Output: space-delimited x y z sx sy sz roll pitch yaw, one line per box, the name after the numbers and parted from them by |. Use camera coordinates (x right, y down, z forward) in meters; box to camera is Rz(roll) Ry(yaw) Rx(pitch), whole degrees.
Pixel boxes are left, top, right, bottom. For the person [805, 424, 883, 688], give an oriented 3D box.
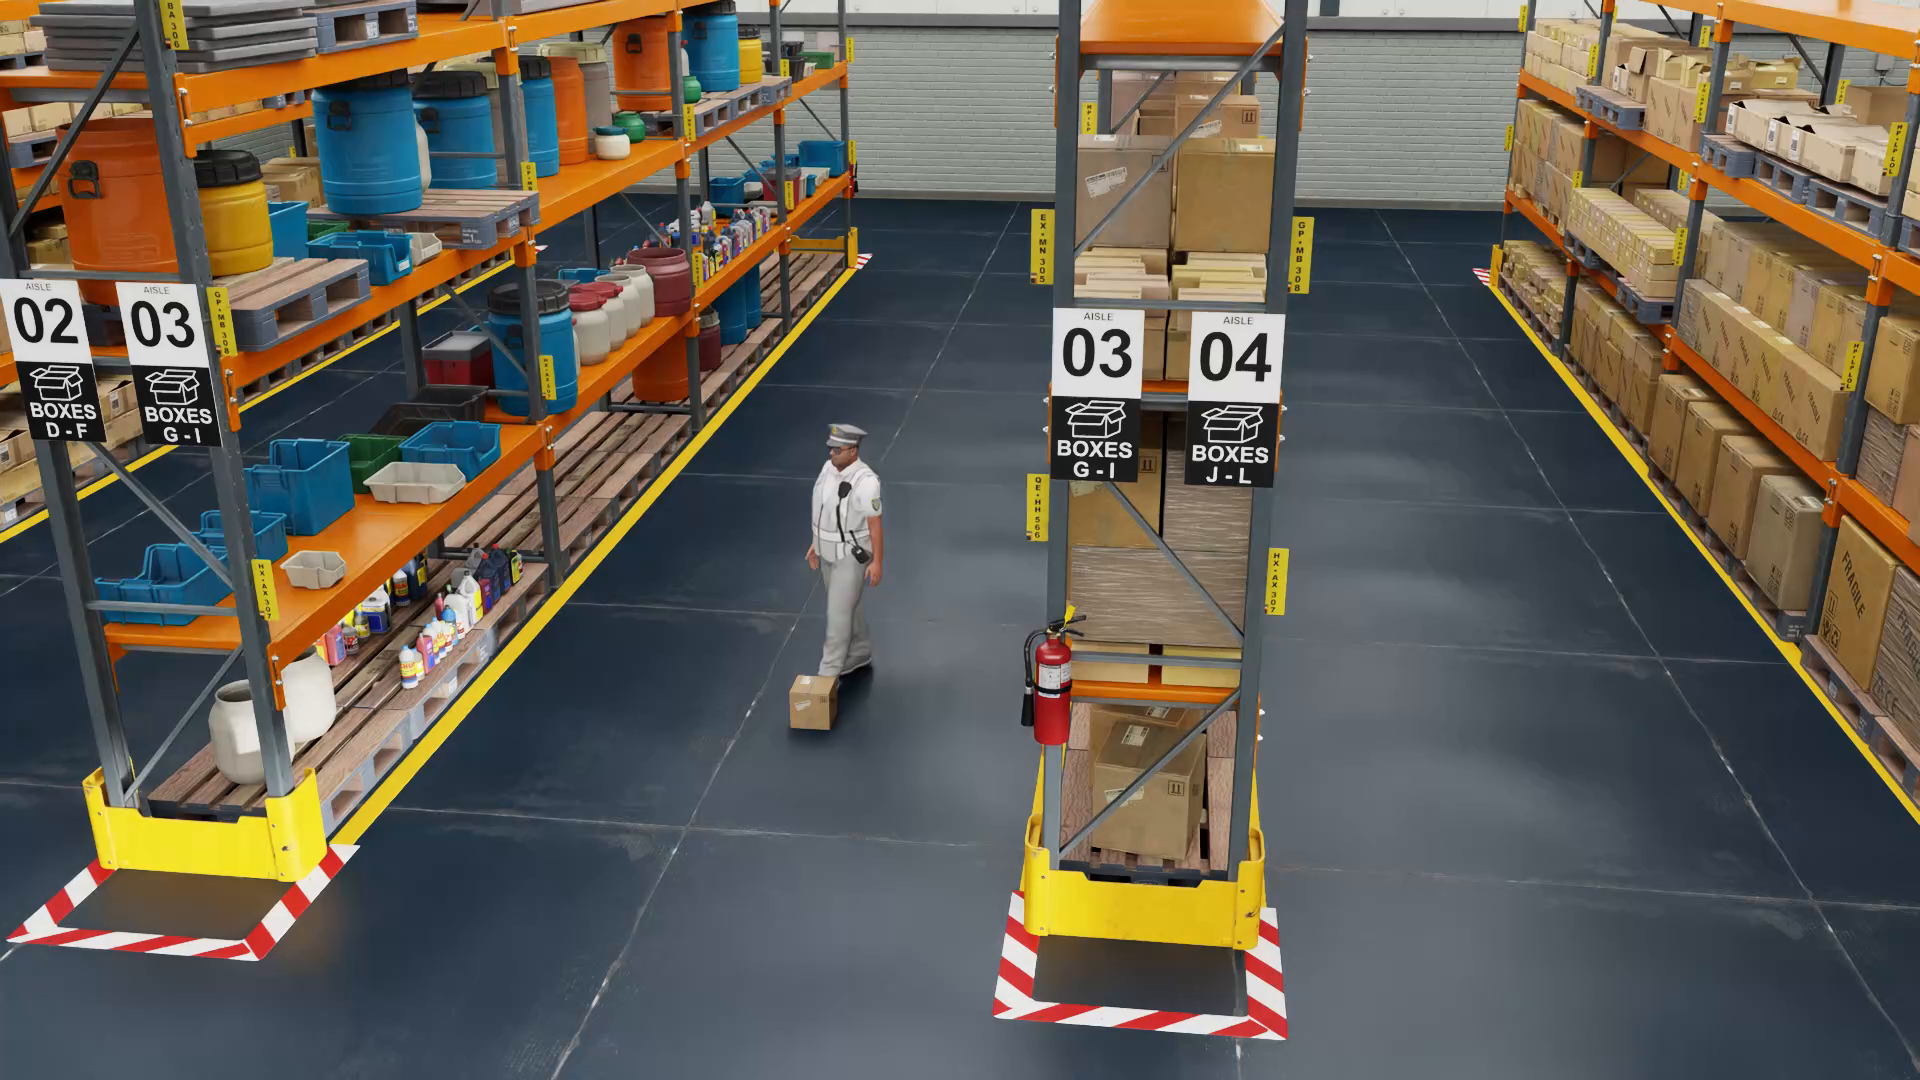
-0.863 0.102 10.755 0.707 1.754 0.546 -15 26 -34 | person
